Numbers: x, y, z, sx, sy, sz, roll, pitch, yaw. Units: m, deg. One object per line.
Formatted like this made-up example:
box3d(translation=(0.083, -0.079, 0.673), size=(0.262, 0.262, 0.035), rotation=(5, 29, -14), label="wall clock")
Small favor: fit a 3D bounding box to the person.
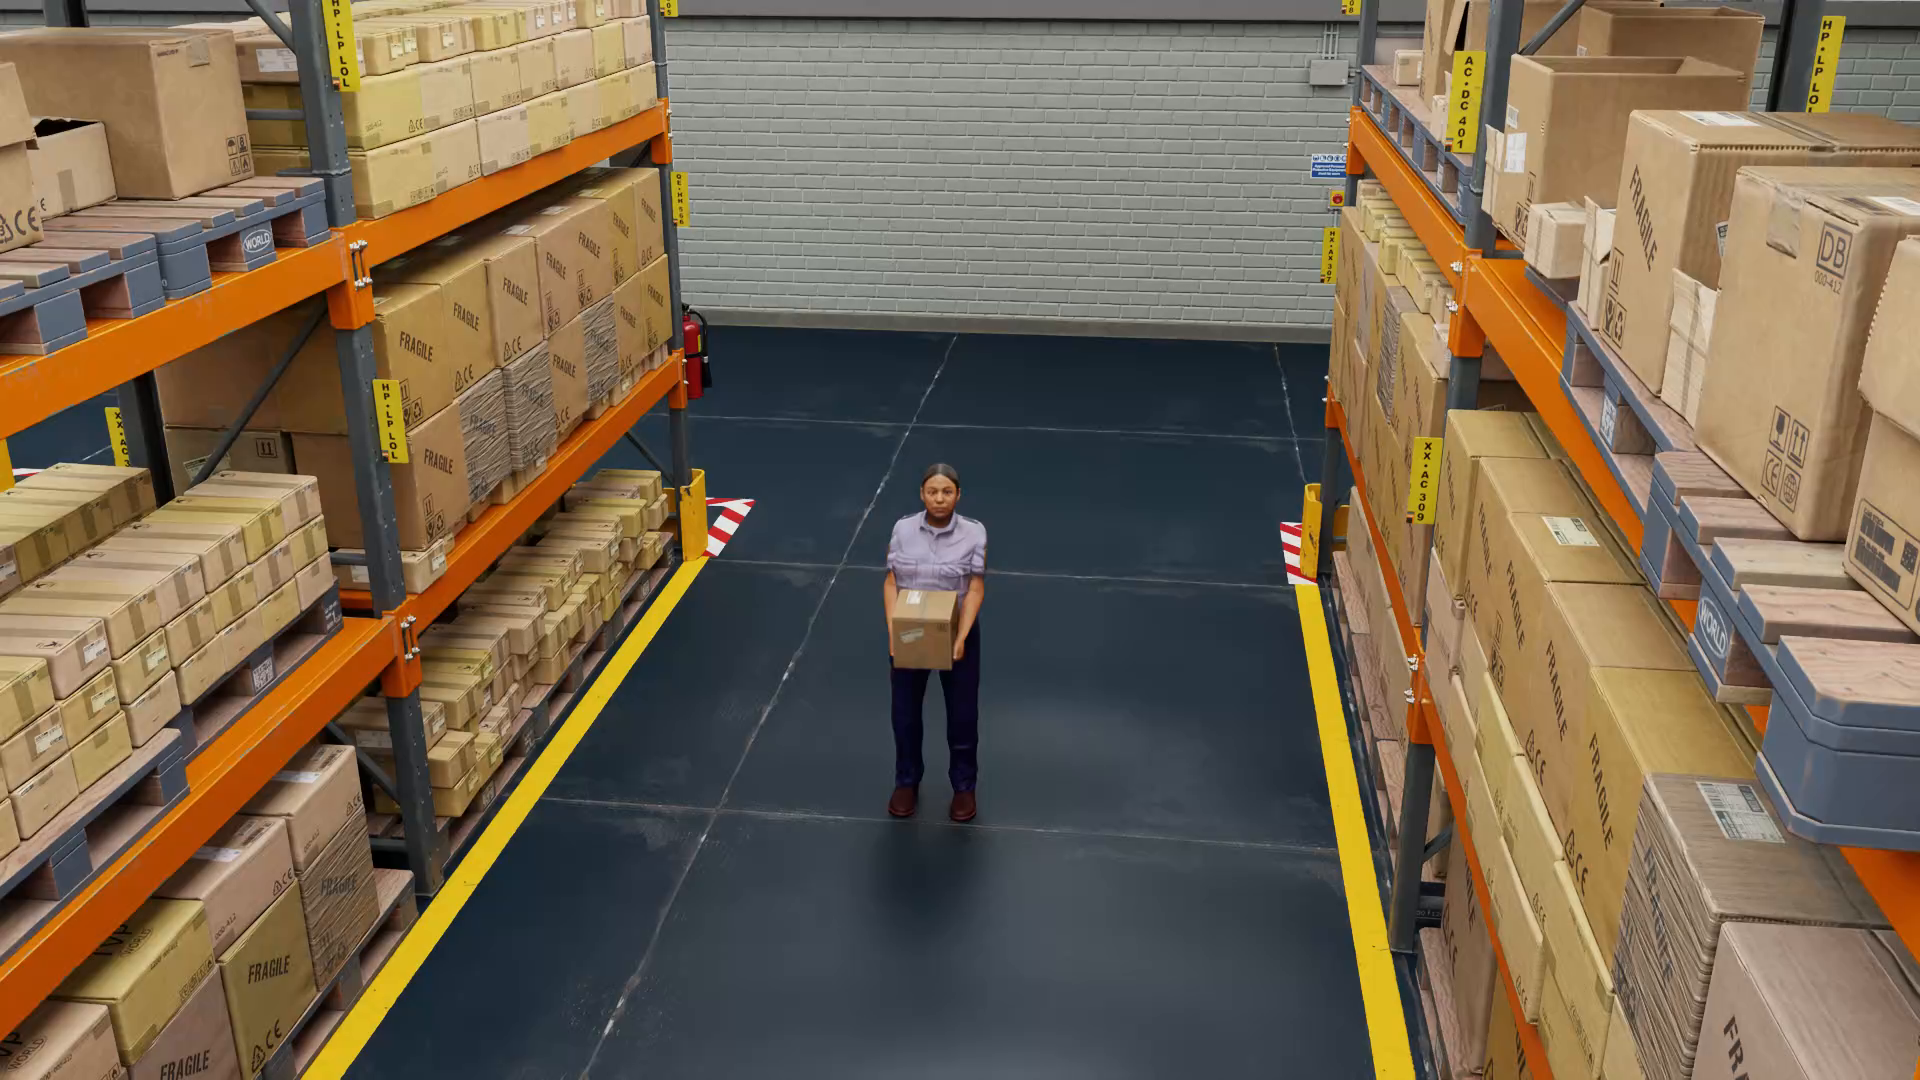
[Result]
box3d(translation=(-0.116, 0.484, 7.378), size=(0.452, 1.634, 0.522), rotation=(3, 21, 6), label="person")
